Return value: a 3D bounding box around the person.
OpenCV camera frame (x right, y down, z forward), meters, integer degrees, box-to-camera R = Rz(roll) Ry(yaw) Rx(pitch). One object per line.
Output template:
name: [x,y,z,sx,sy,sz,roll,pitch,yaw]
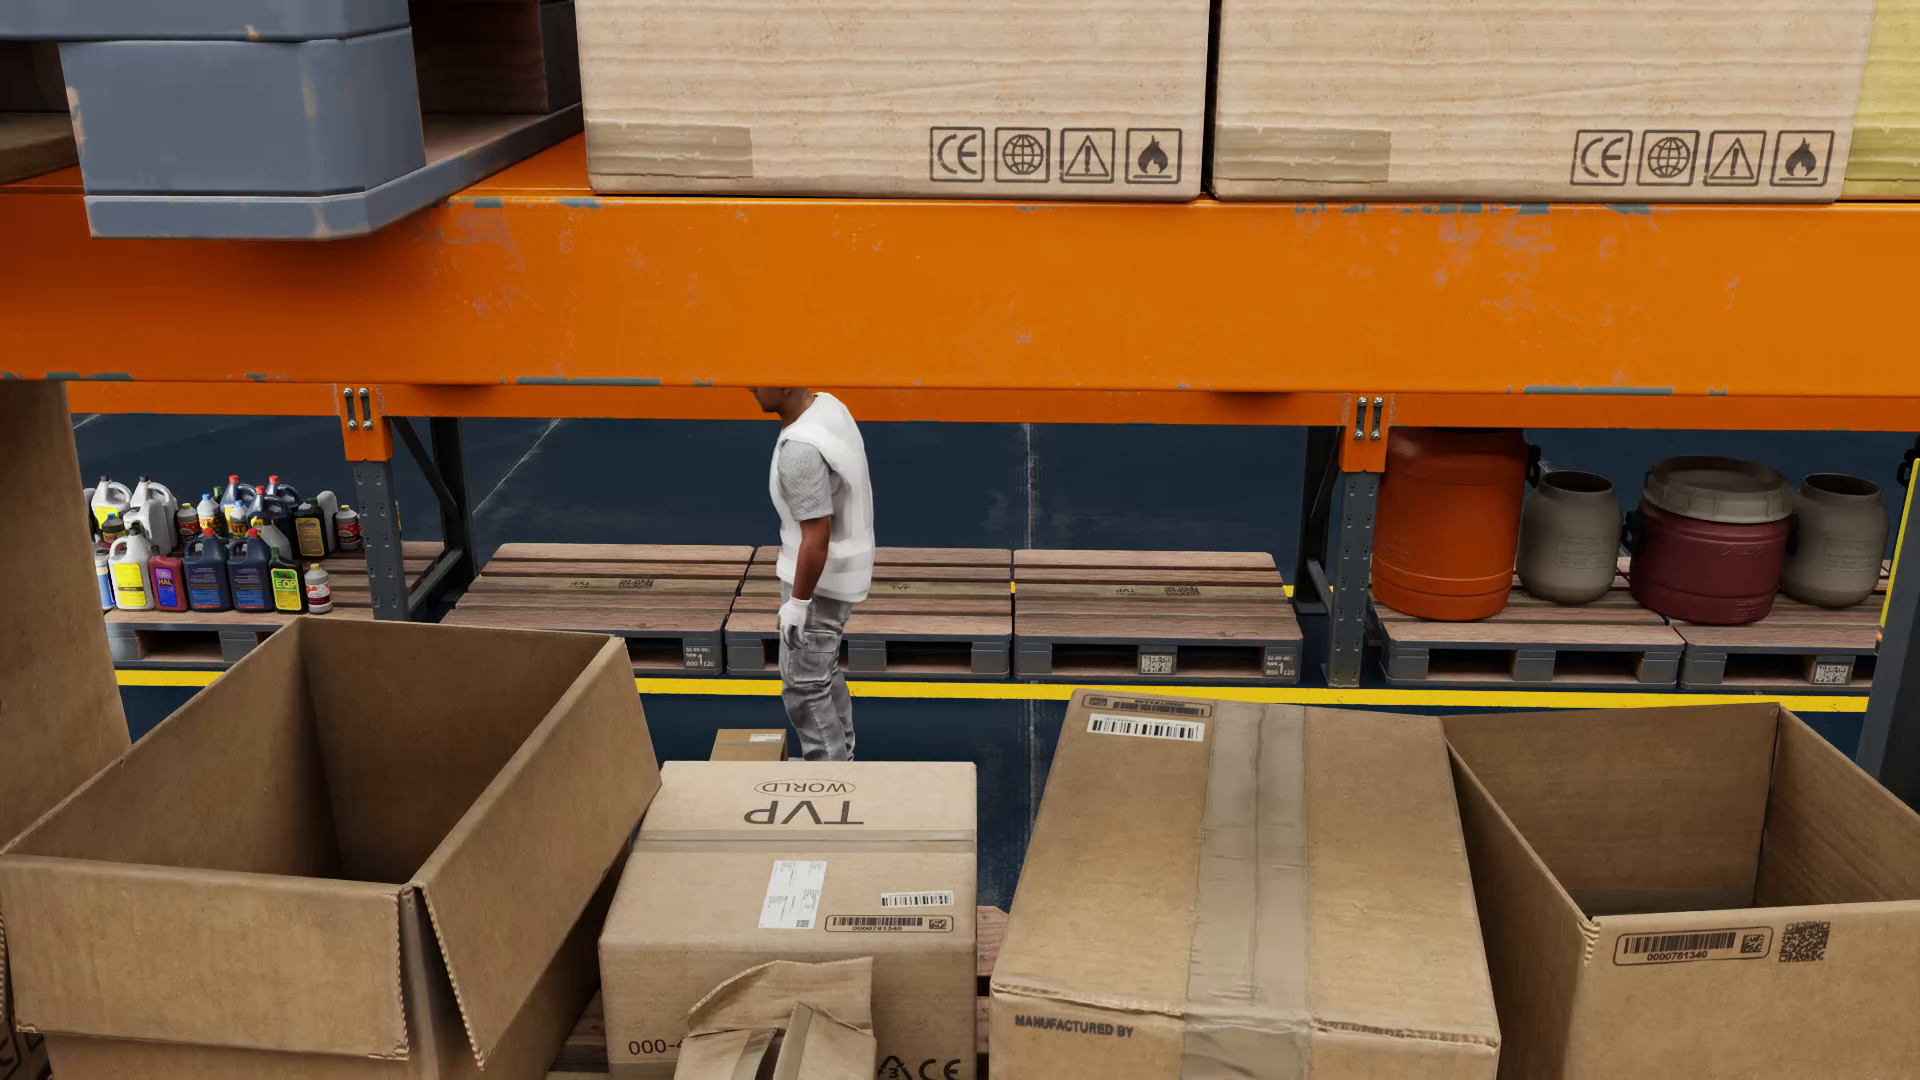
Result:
person: [-0.519,0.131,5.716,0.451,1.773,0.615,1,21,1]
